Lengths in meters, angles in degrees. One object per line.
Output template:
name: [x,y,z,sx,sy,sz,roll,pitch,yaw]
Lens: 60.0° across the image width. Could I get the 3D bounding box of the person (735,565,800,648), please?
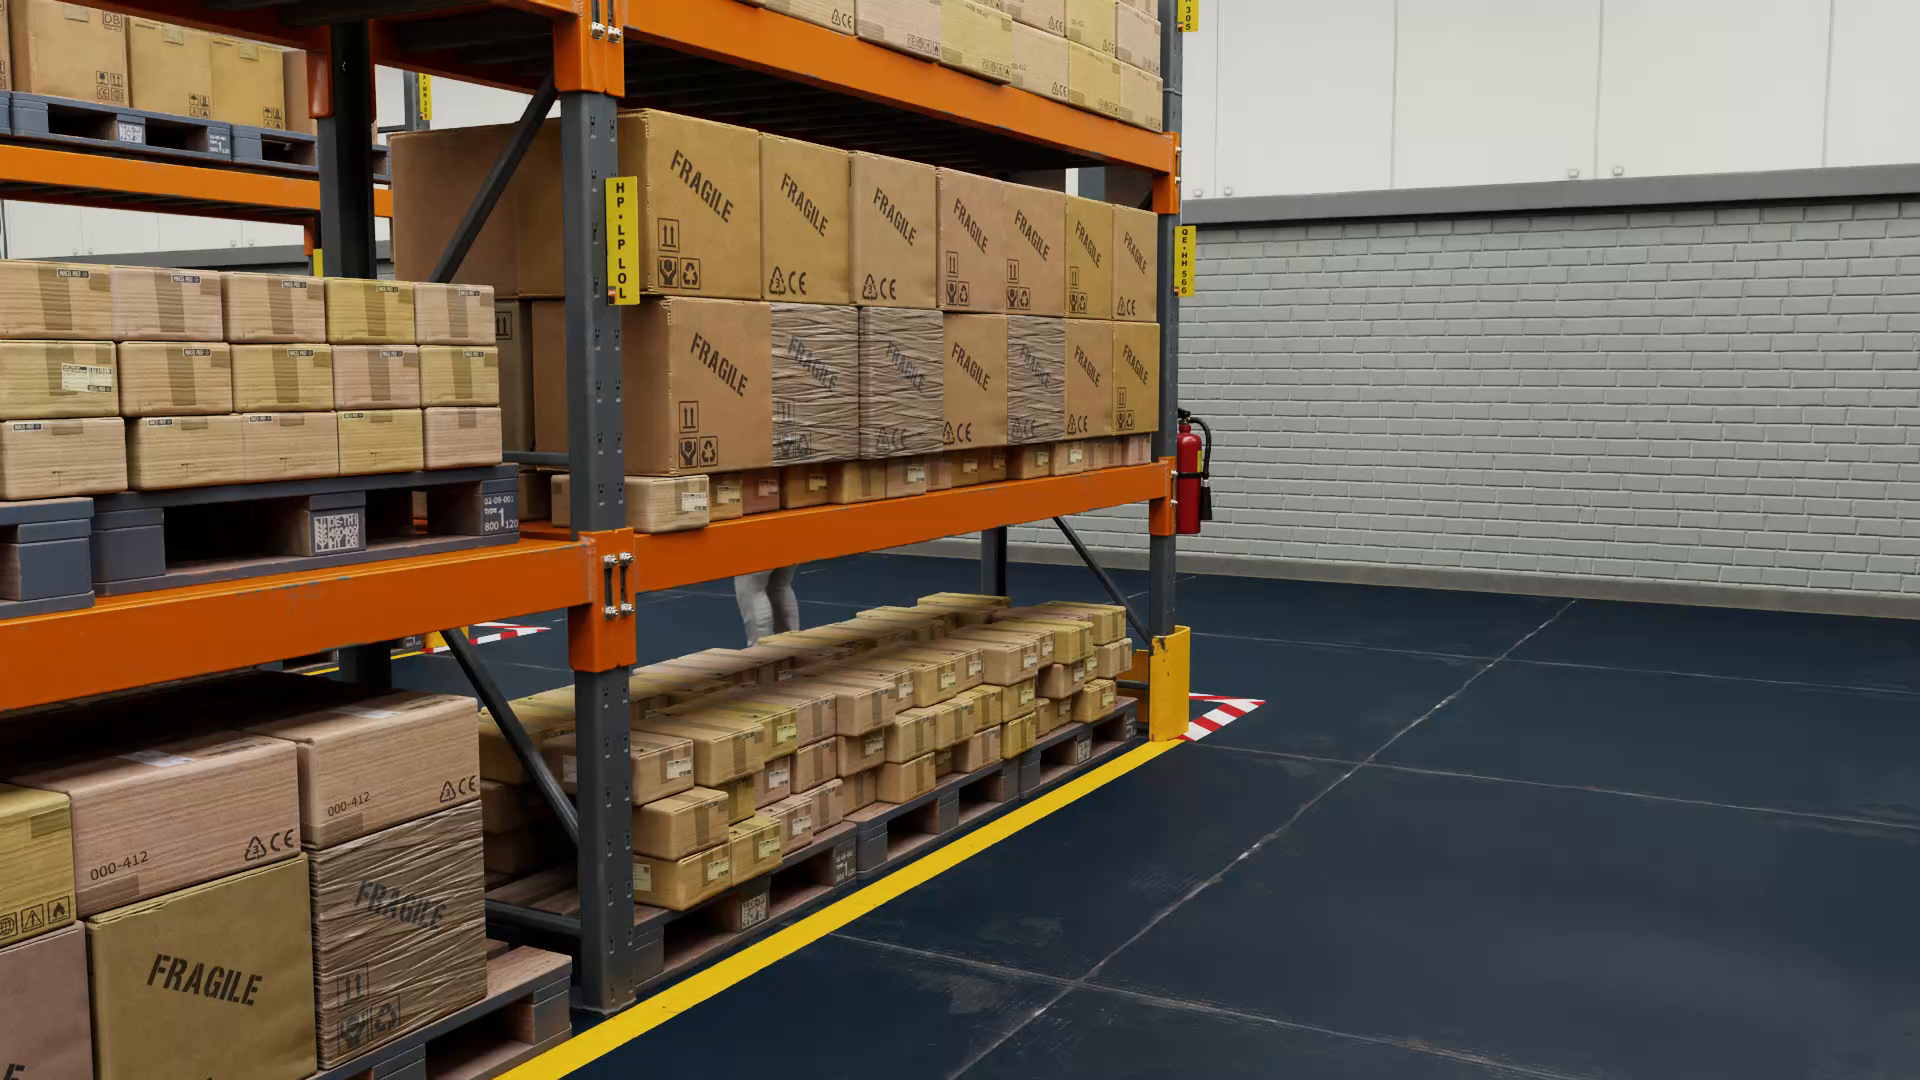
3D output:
person: [-1.156,-0.066,9.535,0.541,1.657,0.455,3,7,30]
